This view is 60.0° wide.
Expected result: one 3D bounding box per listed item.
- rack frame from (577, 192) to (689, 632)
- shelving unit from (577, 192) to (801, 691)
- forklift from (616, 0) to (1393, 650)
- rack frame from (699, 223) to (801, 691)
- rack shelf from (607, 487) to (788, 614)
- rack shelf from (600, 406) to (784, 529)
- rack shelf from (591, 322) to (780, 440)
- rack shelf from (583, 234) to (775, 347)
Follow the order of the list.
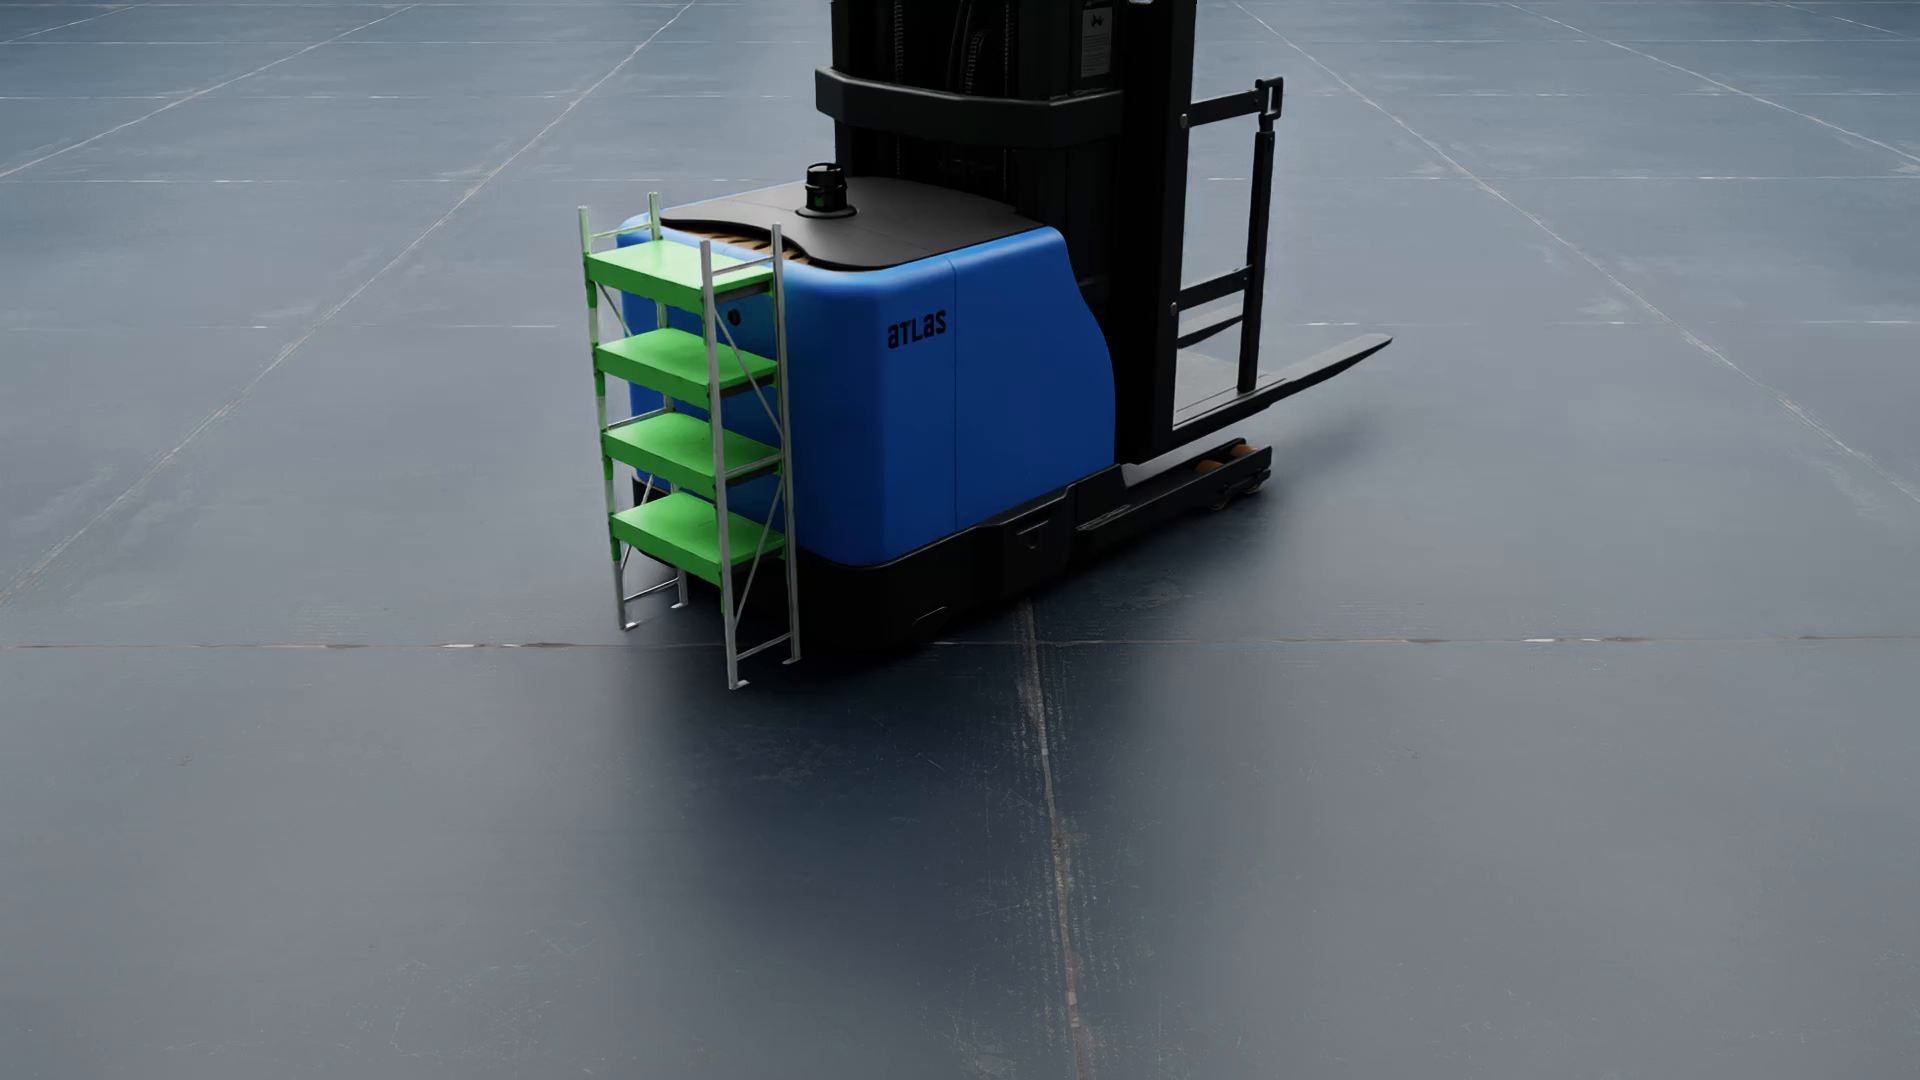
[{"bbox_3d":[-0.877,-0.326,4.514,0.015,1.200,0.240,21,32,39],"label":"rack frame"},{"bbox_3d":[-0.700,-0.257,4.362,0.503,1.200,0.258,21,32,39],"label":"shelving unit"},{"bbox_3d":[0.401,-1.560,5.142,1.130,2.935,3.031,21,32,39],"label":"forklift"},{"bbox_3d":[-0.522,-0.188,4.209,0.015,1.200,0.240,21,32,39],"label":"rack frame"},{"bbox_3d":[-0.699,0.020,4.487,0.480,0.148,0.258,21,32,39],"label":"rack shelf"},{"bbox_3d":[-0.699,-0.199,4.388,0.480,0.148,0.258,21,32,39],"label":"rack shelf"},{"bbox_3d":[-0.700,-0.417,4.289,0.480,0.148,0.258,21,32,39],"label":"rack shelf"},{"bbox_3d":[-0.700,-0.636,4.190,0.480,0.148,0.258,21,32,39],"label":"rack shelf"}]
